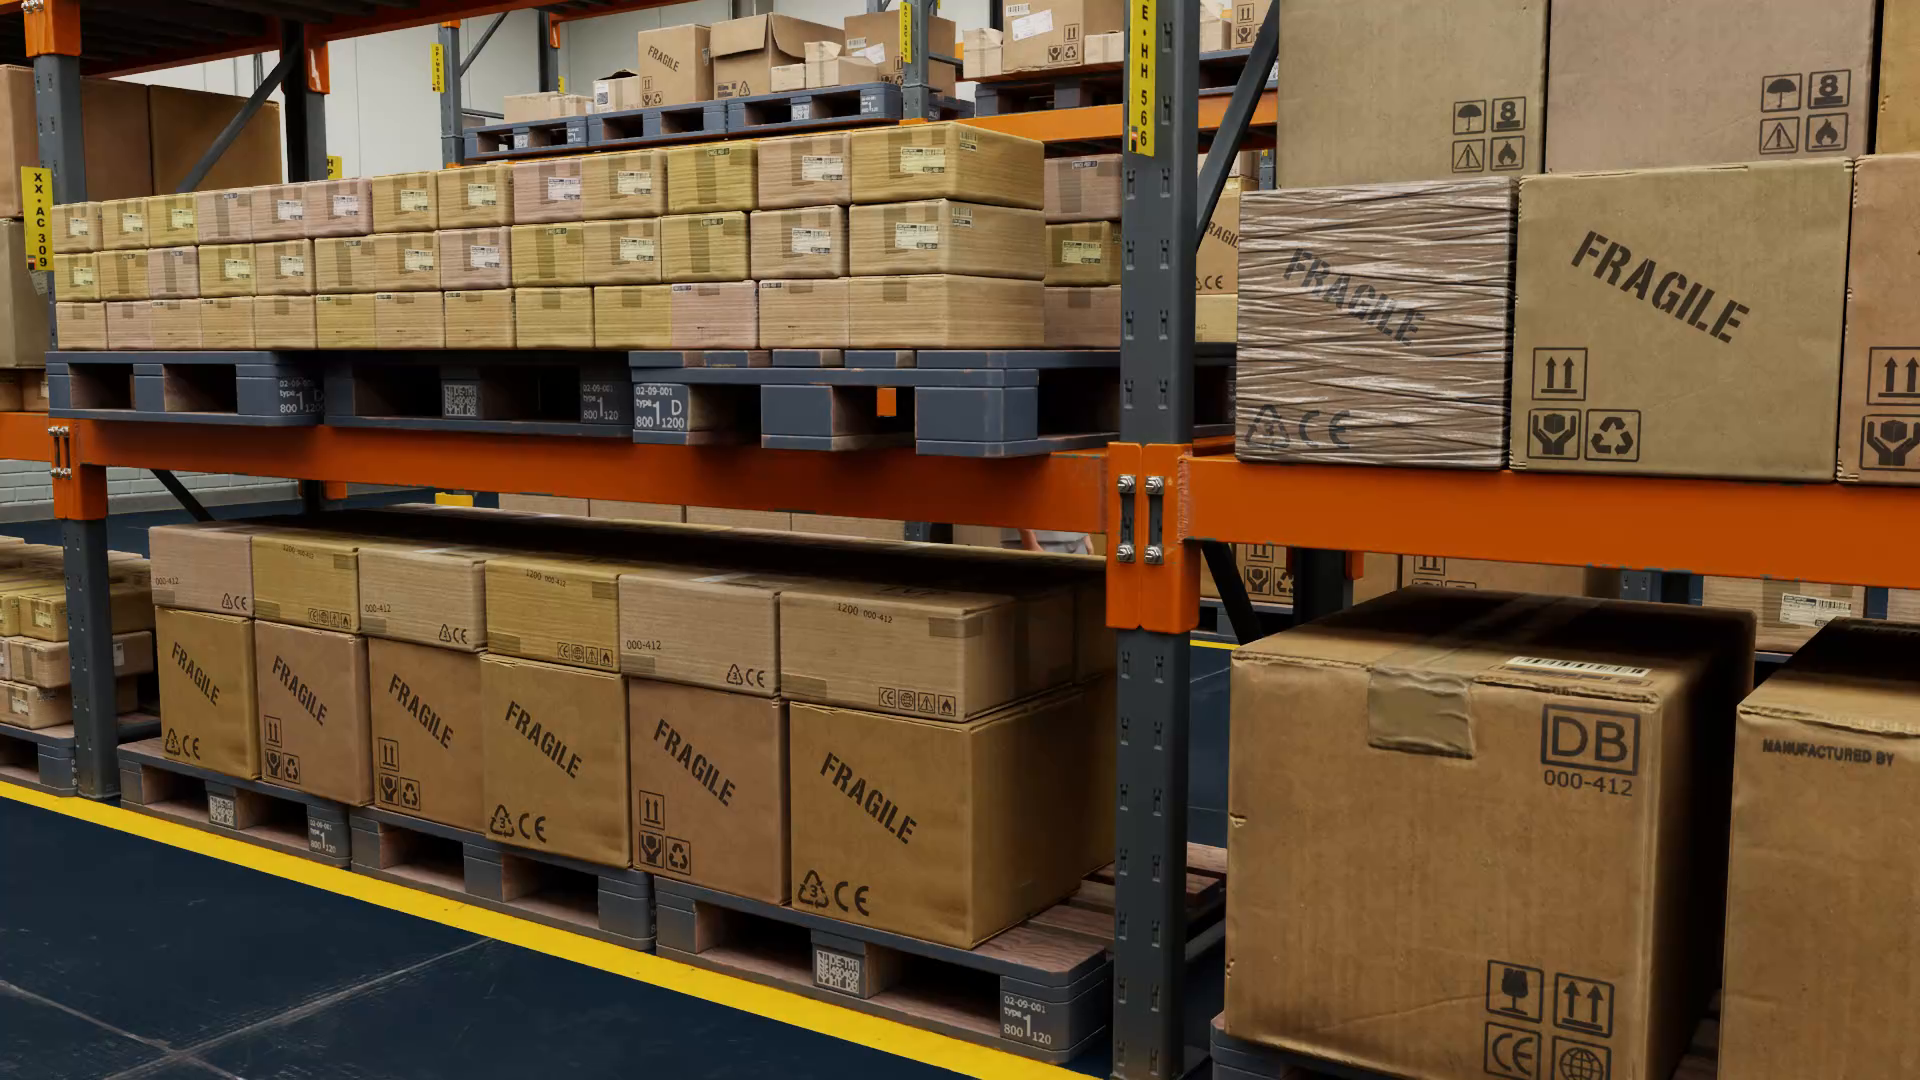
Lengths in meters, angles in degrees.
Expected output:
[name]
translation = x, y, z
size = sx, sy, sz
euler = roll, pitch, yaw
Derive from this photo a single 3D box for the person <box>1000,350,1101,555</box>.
[person]
translation = 0.325, 0.024, 5.759
size = 0.364, 1.671, 0.512
euler = 4, 7, 30
